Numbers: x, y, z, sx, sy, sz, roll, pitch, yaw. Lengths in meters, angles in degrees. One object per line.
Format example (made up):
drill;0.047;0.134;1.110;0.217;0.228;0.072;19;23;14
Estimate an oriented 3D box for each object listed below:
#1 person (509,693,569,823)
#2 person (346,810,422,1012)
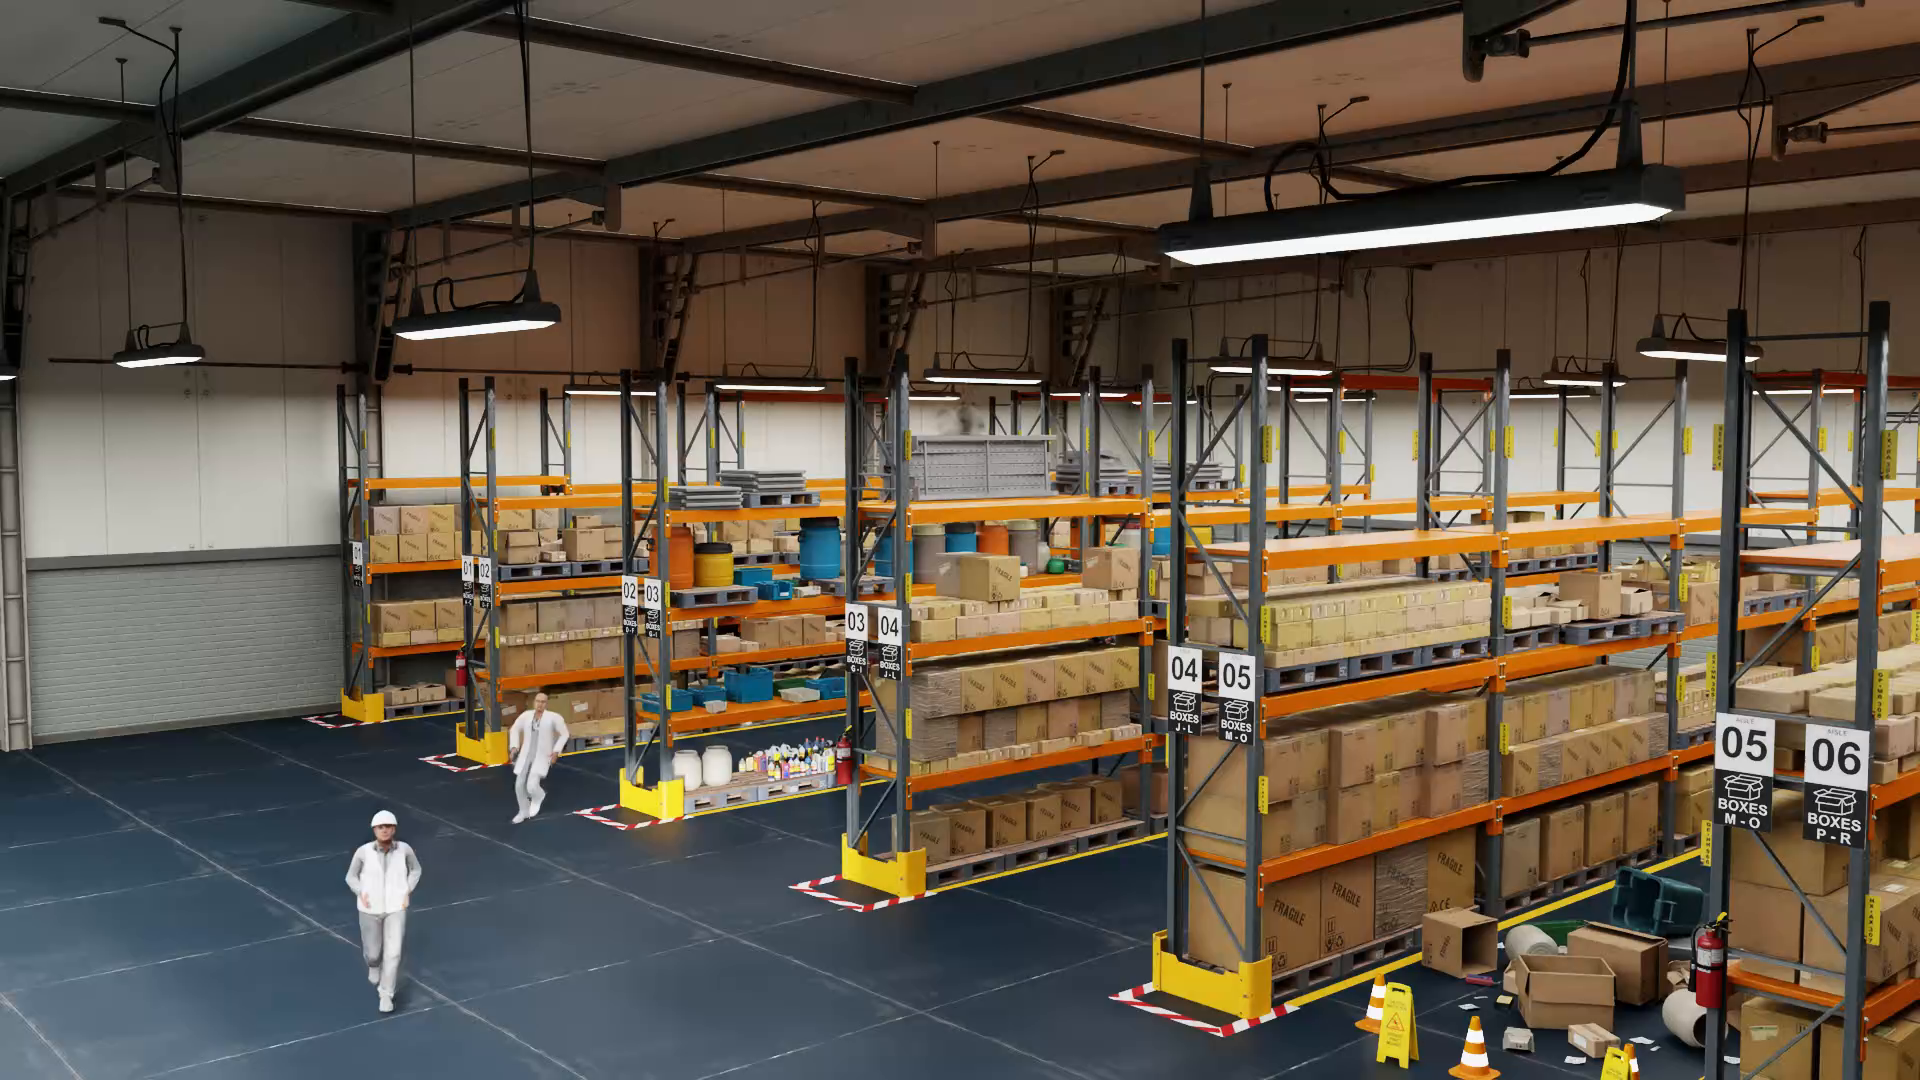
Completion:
person;-5.587;2.873;21.938;0.770;1.716;0.563;1;4;8
person;-5.191;3.303;15.014;0.657;1.748;0.752;-1;4;-22
